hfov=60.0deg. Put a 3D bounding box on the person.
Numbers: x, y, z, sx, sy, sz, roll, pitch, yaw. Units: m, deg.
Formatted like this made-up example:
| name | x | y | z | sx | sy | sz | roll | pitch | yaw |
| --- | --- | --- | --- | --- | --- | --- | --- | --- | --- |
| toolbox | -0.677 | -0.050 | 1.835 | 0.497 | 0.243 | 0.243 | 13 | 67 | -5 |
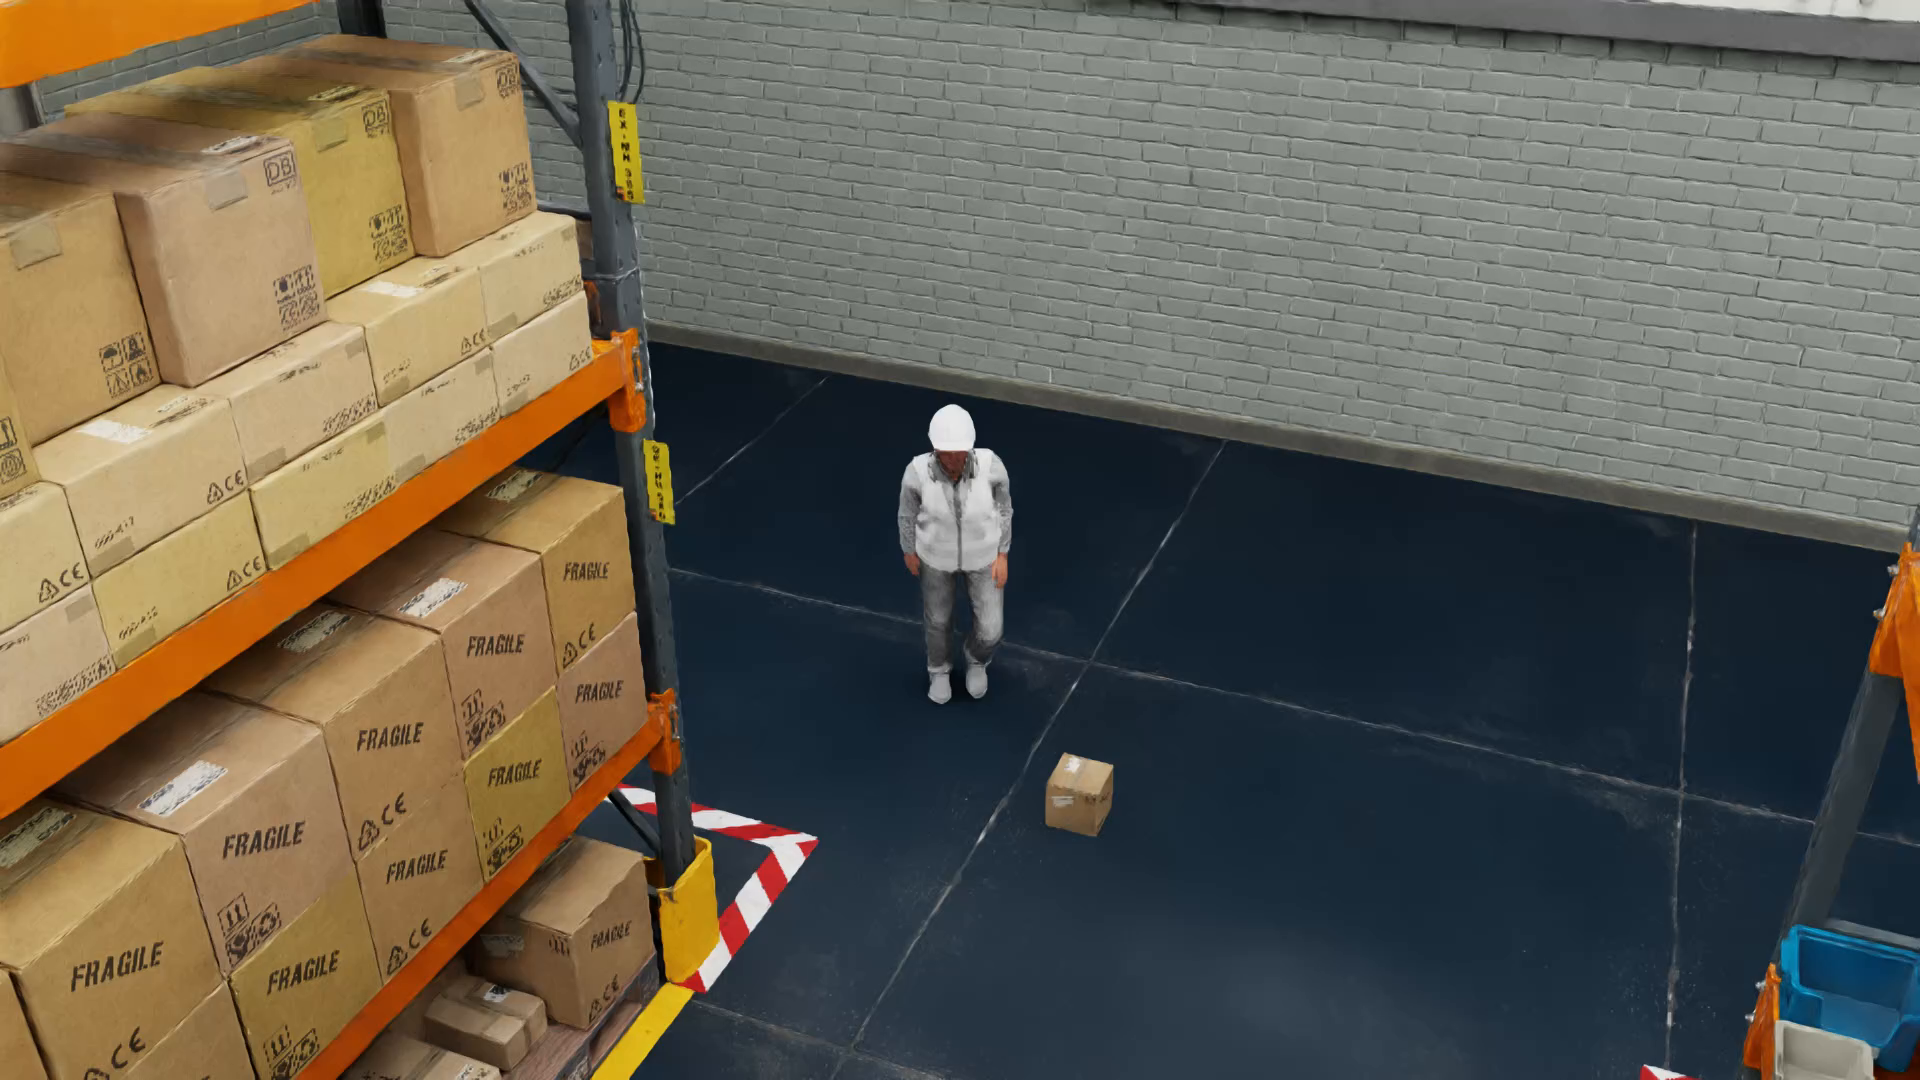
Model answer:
| name | x | y | z | sx | sy | sz | roll | pitch | yaw |
| --- | --- | --- | --- | --- | --- | --- | --- | --- | --- |
| person | -0.023 | 0.087 | 8.209 | 0.562 | 1.747 | 0.595 | -1 | 29 | -1 |
